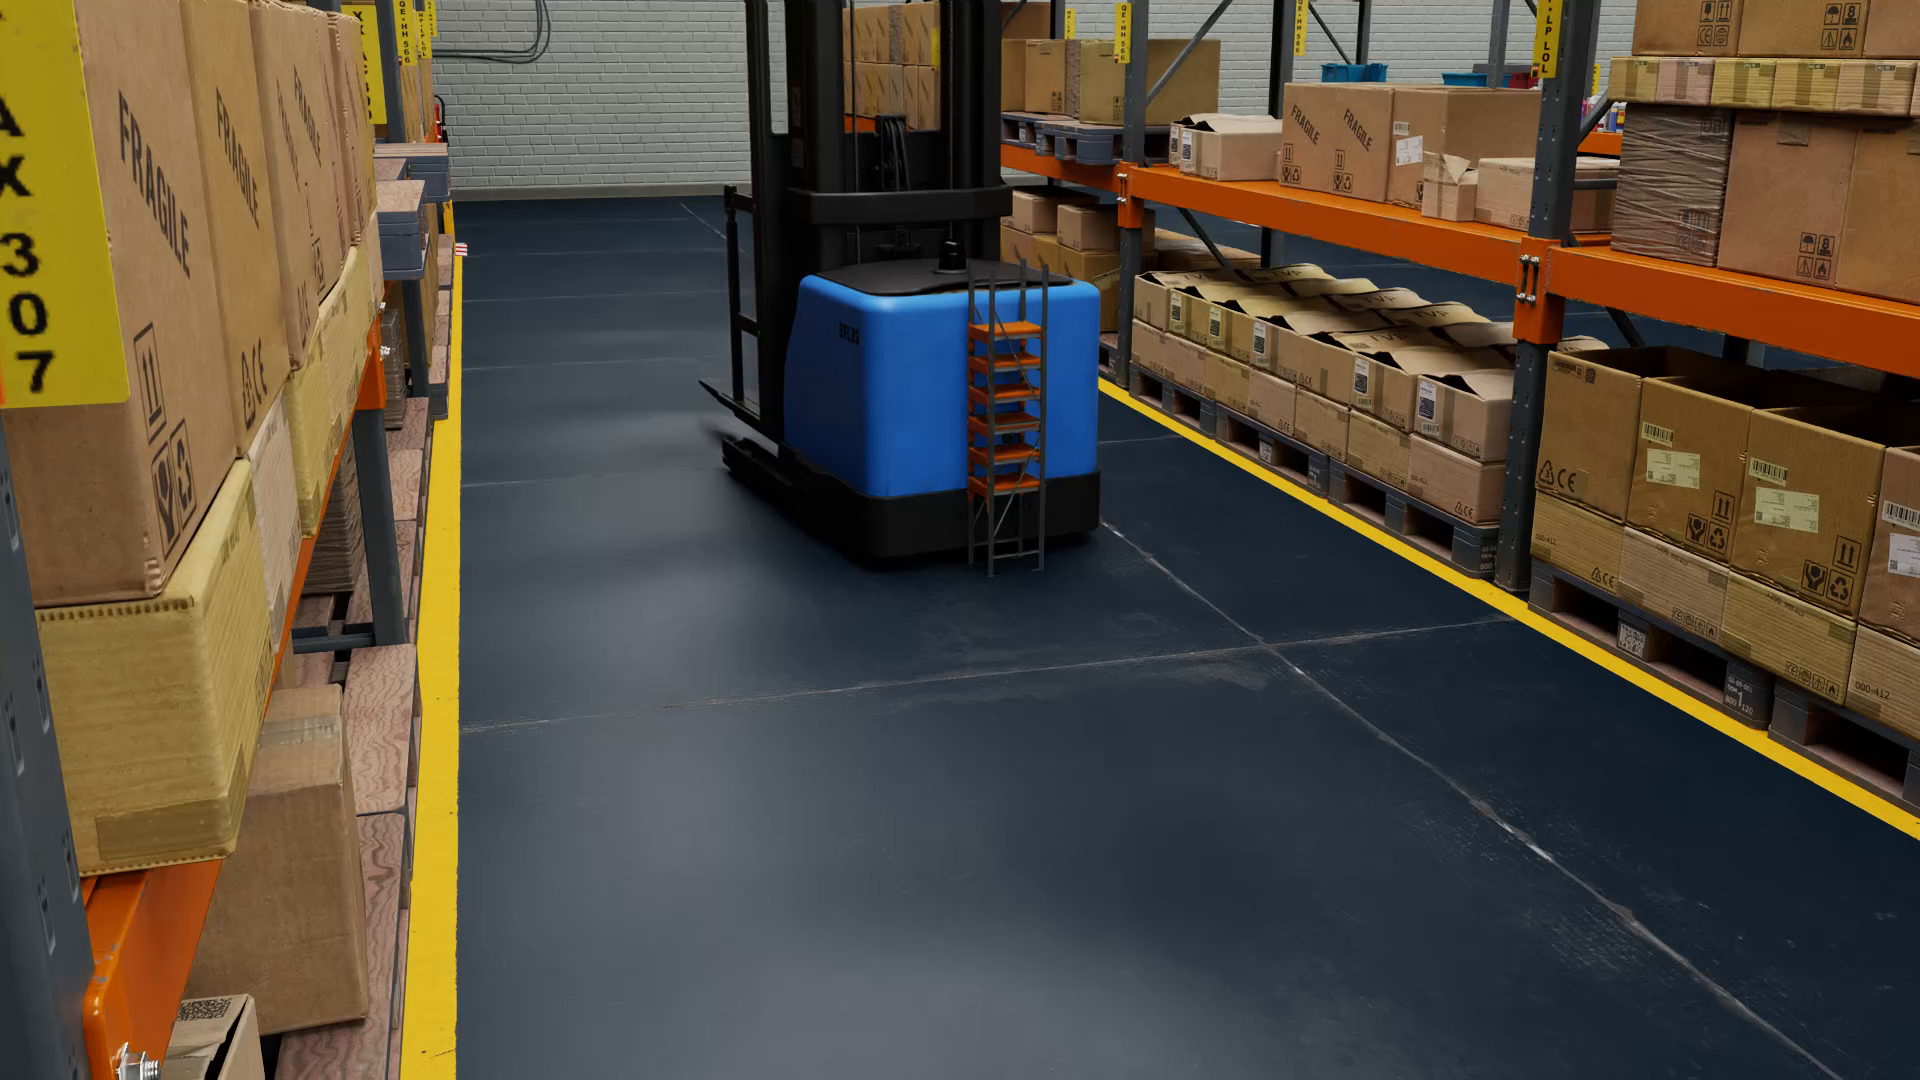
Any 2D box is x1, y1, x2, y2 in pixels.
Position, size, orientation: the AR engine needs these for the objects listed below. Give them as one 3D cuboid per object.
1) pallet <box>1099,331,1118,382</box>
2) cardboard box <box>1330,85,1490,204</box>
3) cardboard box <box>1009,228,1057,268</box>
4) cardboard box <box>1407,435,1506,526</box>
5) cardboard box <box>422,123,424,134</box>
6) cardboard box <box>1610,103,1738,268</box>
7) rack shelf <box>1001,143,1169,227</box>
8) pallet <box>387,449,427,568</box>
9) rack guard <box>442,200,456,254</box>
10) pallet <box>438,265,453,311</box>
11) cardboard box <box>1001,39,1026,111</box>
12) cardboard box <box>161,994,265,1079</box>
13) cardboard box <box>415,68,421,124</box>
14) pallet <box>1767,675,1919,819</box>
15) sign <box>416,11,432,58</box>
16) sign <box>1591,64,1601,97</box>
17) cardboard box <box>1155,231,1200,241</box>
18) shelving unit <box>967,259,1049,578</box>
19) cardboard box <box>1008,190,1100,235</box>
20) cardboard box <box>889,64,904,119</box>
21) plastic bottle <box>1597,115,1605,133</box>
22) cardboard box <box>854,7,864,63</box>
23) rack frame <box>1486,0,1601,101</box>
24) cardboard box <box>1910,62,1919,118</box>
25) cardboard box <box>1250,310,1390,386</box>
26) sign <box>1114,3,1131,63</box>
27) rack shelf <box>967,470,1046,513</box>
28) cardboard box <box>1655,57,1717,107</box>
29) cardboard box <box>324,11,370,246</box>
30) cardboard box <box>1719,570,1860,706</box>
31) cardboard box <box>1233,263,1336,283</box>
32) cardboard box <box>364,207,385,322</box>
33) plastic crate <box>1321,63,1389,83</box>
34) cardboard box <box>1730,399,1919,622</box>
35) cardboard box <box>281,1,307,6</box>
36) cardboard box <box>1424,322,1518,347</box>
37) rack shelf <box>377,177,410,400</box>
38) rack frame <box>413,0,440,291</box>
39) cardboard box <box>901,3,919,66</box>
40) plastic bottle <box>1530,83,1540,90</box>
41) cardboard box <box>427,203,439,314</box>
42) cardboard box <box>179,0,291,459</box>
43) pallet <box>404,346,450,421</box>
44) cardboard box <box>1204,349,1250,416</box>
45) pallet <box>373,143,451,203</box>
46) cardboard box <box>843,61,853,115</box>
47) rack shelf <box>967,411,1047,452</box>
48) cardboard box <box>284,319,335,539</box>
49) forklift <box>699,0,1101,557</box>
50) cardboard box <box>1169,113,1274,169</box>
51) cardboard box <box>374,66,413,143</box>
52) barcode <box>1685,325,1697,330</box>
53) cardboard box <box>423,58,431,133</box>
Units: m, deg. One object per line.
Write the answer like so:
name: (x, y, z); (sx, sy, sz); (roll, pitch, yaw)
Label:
pallet: (1.273, -1.266, 10.801); (1.003, 0.211, 1.213); (-5, 17, -15)
cardboard box: (2.063, -1.832, 7.662); (0.500, 0.500, 0.500); (-5, 17, -15)
cardboard box: (0.667, -1.934, 11.756); (0.500, 0.500, 0.500); (-5, 18, -17)
cardboard box: (2.148, -0.262, 6.659); (0.500, 0.250, 0.500); (-5, 17, -16)
cardboard box: (-3.962, -2.856, 11.648); (0.380, 0.149, 0.250); (-4, 17, -14)
cardboard box: (2.669, -1.211, 5.597); (0.700, 0.500, 0.500); (-5, 17, -17)
rack shelf: (0.892, -2.601, 11.647); (1.077, 0.370, 4.000); (-5, 17, -15)
pallet: (-2.775, -0.111, 6.955); (1.003, 0.211, 1.213); (-5, 17, -15)
rack guard: (-5.525, -3.022, 16.143); (1.175, 0.500, 0.348); (-5, 17, -15)
pallet: (-4.553, -1.987, 13.200); (1.003, 0.211, 1.213); (-5, 17, -15)
cardboard box: (0.508, -3.414, 12.199); (0.700, 0.500, 0.500); (-2, 17, -6)
cardboard box: (-1.382, 0.934, 2.537); (0.500, 0.311, 0.500); (-3, 17, -11)
cardboard box: (-3.770, -2.918, 10.727); (0.500, 0.500, 0.500); (-5, 17, -15)
pallet: (3.058, 0.611, 4.551); (1.003, 0.211, 1.213); (-5, 17, -15)
sign: (-3.900, -3.668, 12.075); (0.100, 0.325, 0.005); (-5, 17, -15)
sign: (5.636, -4.065, 14.789); (0.100, 0.325, 0.005); (-5, 17, -15)
cardboard box: (1.309, -1.838, 11.436); (0.500, 0.500, 0.500); (-5, 17, -16)
shelving unit: (0.181, -0.464, 6.412); (0.258, 1.200, 0.189); (-7, 18, -23)
cardboard box: (0.654, -2.303, 11.682); (0.500, 0.250, 0.500); (-5, 17, -16)
cardboard box: (-0.328, -3.949, 14.711); (0.500, 0.500, 0.500); (-4, 17, -14)
plastic bottle: (5.127, -3.346, 13.221); (0.097, 0.201, 0.097); (0, 17, 0)
cardboard box: (-0.737, -4.844, 15.953); (0.500, 0.500, 0.500); (-5, 17, -15)
rack frame: (5.106, -3.889, 14.686); (1.000, 3.000, 0.127); (-5, 17, -15)
cardboard box: (2.787, -1.199, 4.427); (0.380, 0.149, 0.250); (-5, 17, -17)
cardboard box: (1.736, -0.949, 7.972); (0.500, 0.311, 0.500); (-5, 17, -16)
sign: (0.923, -2.863, 9.395); (0.100, 0.325, 0.005); (-5, 17, -15)
rack shelf: (0.181, -0.192, 6.494); (0.258, 0.103, 0.180); (-7, 18, -23)
cardboard box: (2.498, -1.485, 5.381); (0.380, 0.149, 0.250); (-4, 17, -14)
cardboard box: (-1.651, -0.946, 3.810); (0.500, 0.500, 0.500); (-5, 17, -16)
cardboard box: (2.642, 0.260, 4.923); (0.500, 0.250, 0.500); (-5, 17, -15)
cardboard box: (1.823, -1.420, 9.539); (0.500, 0.311, 0.500); (-4, 17, -14)
cardboard box: (-1.799, -0.724, 4.374); (0.500, 0.250, 0.500); (-5, 17, -15)
plastic crate: (4.279, -4.964, 18.096); (0.616, 0.435, 0.499); (-5, 17, -15)
cardboard box: (2.643, -0.100, 4.816); (0.500, 0.500, 0.500); (-5, 17, -15)
cardboard box: (-3.094, -2.388, 7.622); (0.380, 0.149, 0.250); (-8, 18, -24)
cardboard box: (2.391, -0.855, 7.658); (0.500, 0.311, 0.500); (-5, 18, -17)
rack shelf: (-2.770, -1.102, 6.657); (1.077, 0.370, 4.000); (-5, 17, -15)
rack frame: (-4.419, -3.106, 12.078); (1.000, 3.000, 0.127); (-5, 17, -15)
cardboard box: (-0.189, -4.286, 14.096); (0.500, 0.500, 0.500); (-5, 17, -16)
plastic bottle: (4.902, -3.731, 14.246); (0.144, 0.351, 0.185); (-5, 17, -15)
cardboard box: (-3.869, -1.862, 10.945); (0.750, 0.750, 0.750); (-4, 17, -14)
cardboard box: (-1.090, -0.377, 1.915); (0.500, 0.500, 0.500); (-5, 17, -15)
pallet: (-3.464, -0.888, 9.542); (1.003, 0.211, 1.213); (-5, 17, -15)
cardboard box: (1.591, -0.826, 8.538); (0.500, 0.250, 0.500); (-5, 17, -17)
pallet: (-3.022, -1.719, 7.794); (1.213, 0.211, 1.003); (-5, 17, -15)
cardboard box: (-0.888, -4.509, 16.576); (0.500, 0.500, 0.500); (-4, 17, -14)
rack shelf: (0.181, -0.422, 6.425); (0.258, 0.103, 0.180); (-7, 18, -23)
cardboard box: (-1.241, -0.168, 2.525); (0.500, 0.250, 0.500); (-5, 17, -16)
forklift: (-0.494, -1.715, 7.568); (1.130, 2.935, 3.031); (-7, 18, -23)
cardboard box: (1.500, -2.245, 9.368); (0.500, 0.311, 0.500); (-4, 17, -12)
cardboard box: (-3.207, -2.354, 8.849); (0.500, 0.500, 0.500); (-4, 17, -14)
barcode: (2.871, -0.863, 6.521); (0.001, 0.075, 0.075); (-5, 17, -15)
cardboard box: (-4.748, -3.603, 13.212); (0.980, 0.700, 0.700); (-5, 17, -17)
